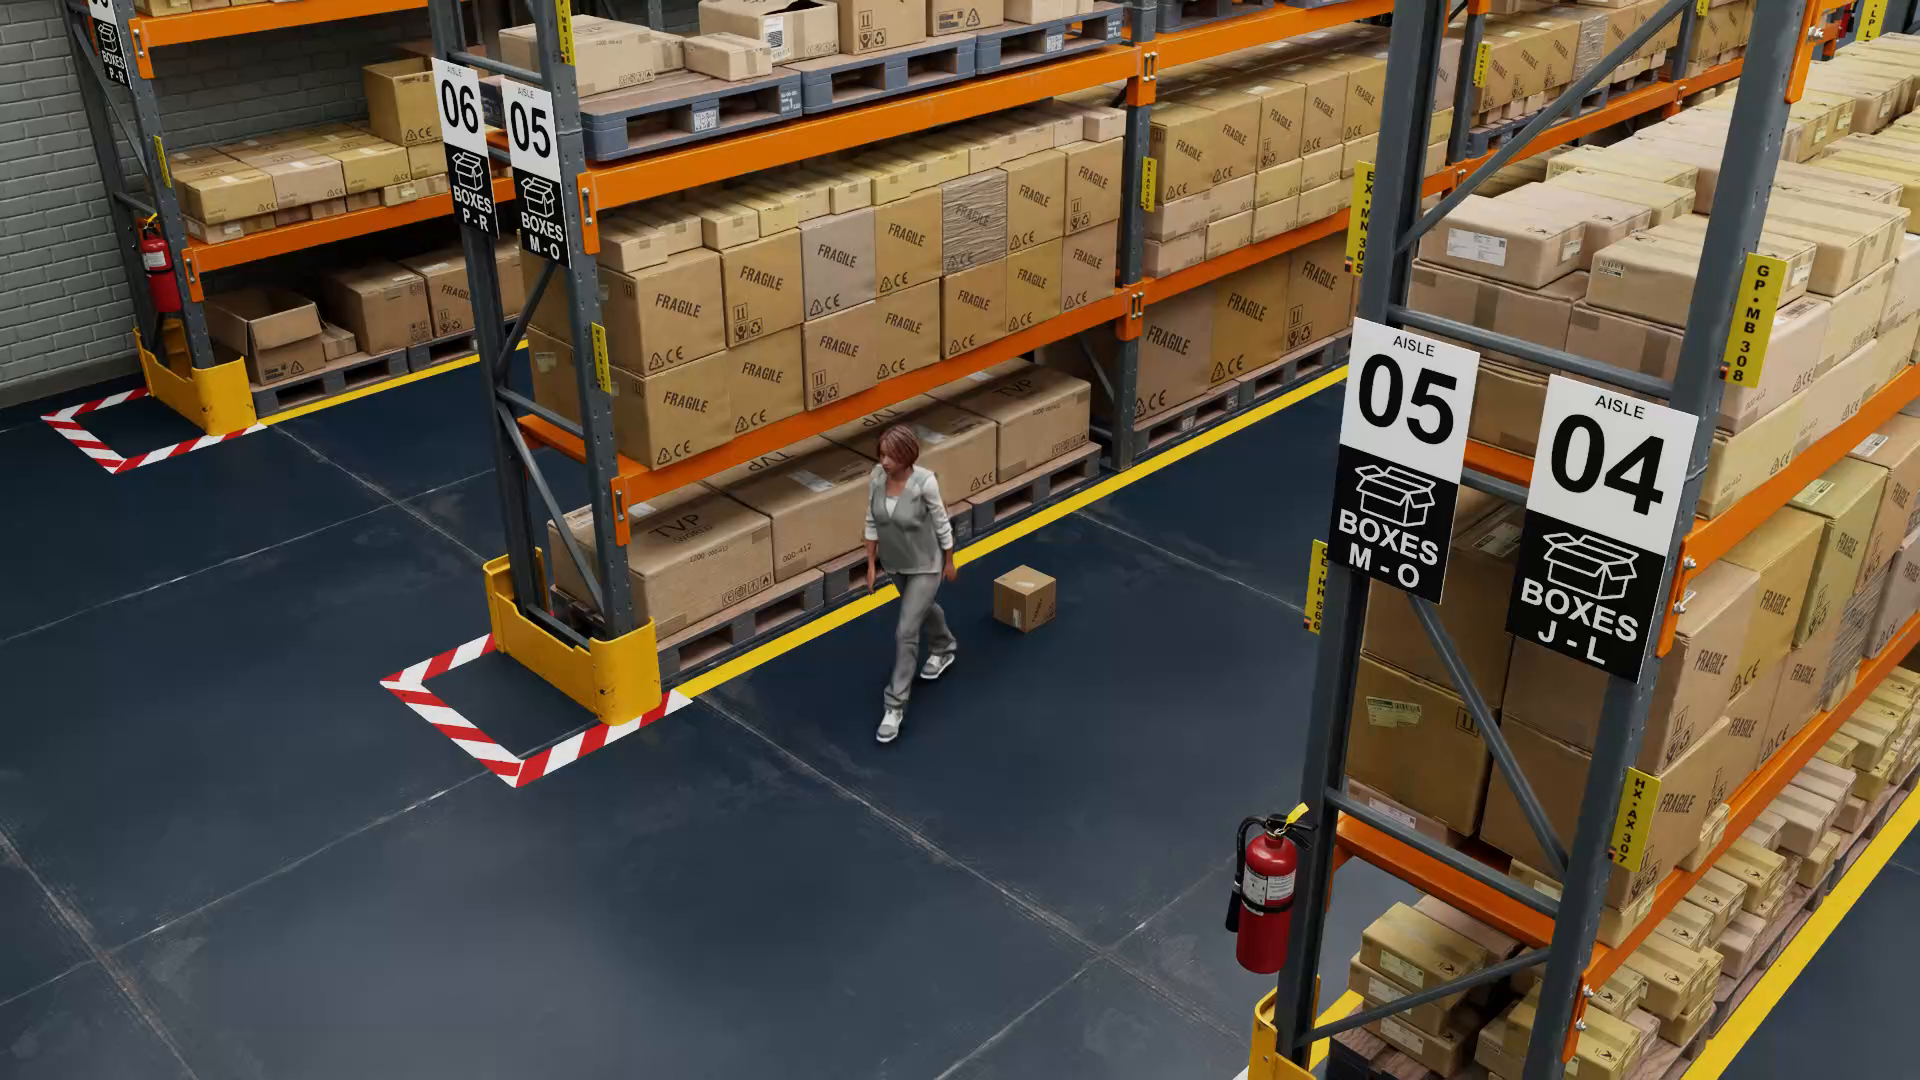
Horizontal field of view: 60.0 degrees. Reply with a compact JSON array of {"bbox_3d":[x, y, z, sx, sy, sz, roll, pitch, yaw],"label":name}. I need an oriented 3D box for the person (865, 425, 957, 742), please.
[{"bbox_3d":[-0.286,0.137,8.371,0.418,1.532,0.866,18,33,31],"label":"person"}]
